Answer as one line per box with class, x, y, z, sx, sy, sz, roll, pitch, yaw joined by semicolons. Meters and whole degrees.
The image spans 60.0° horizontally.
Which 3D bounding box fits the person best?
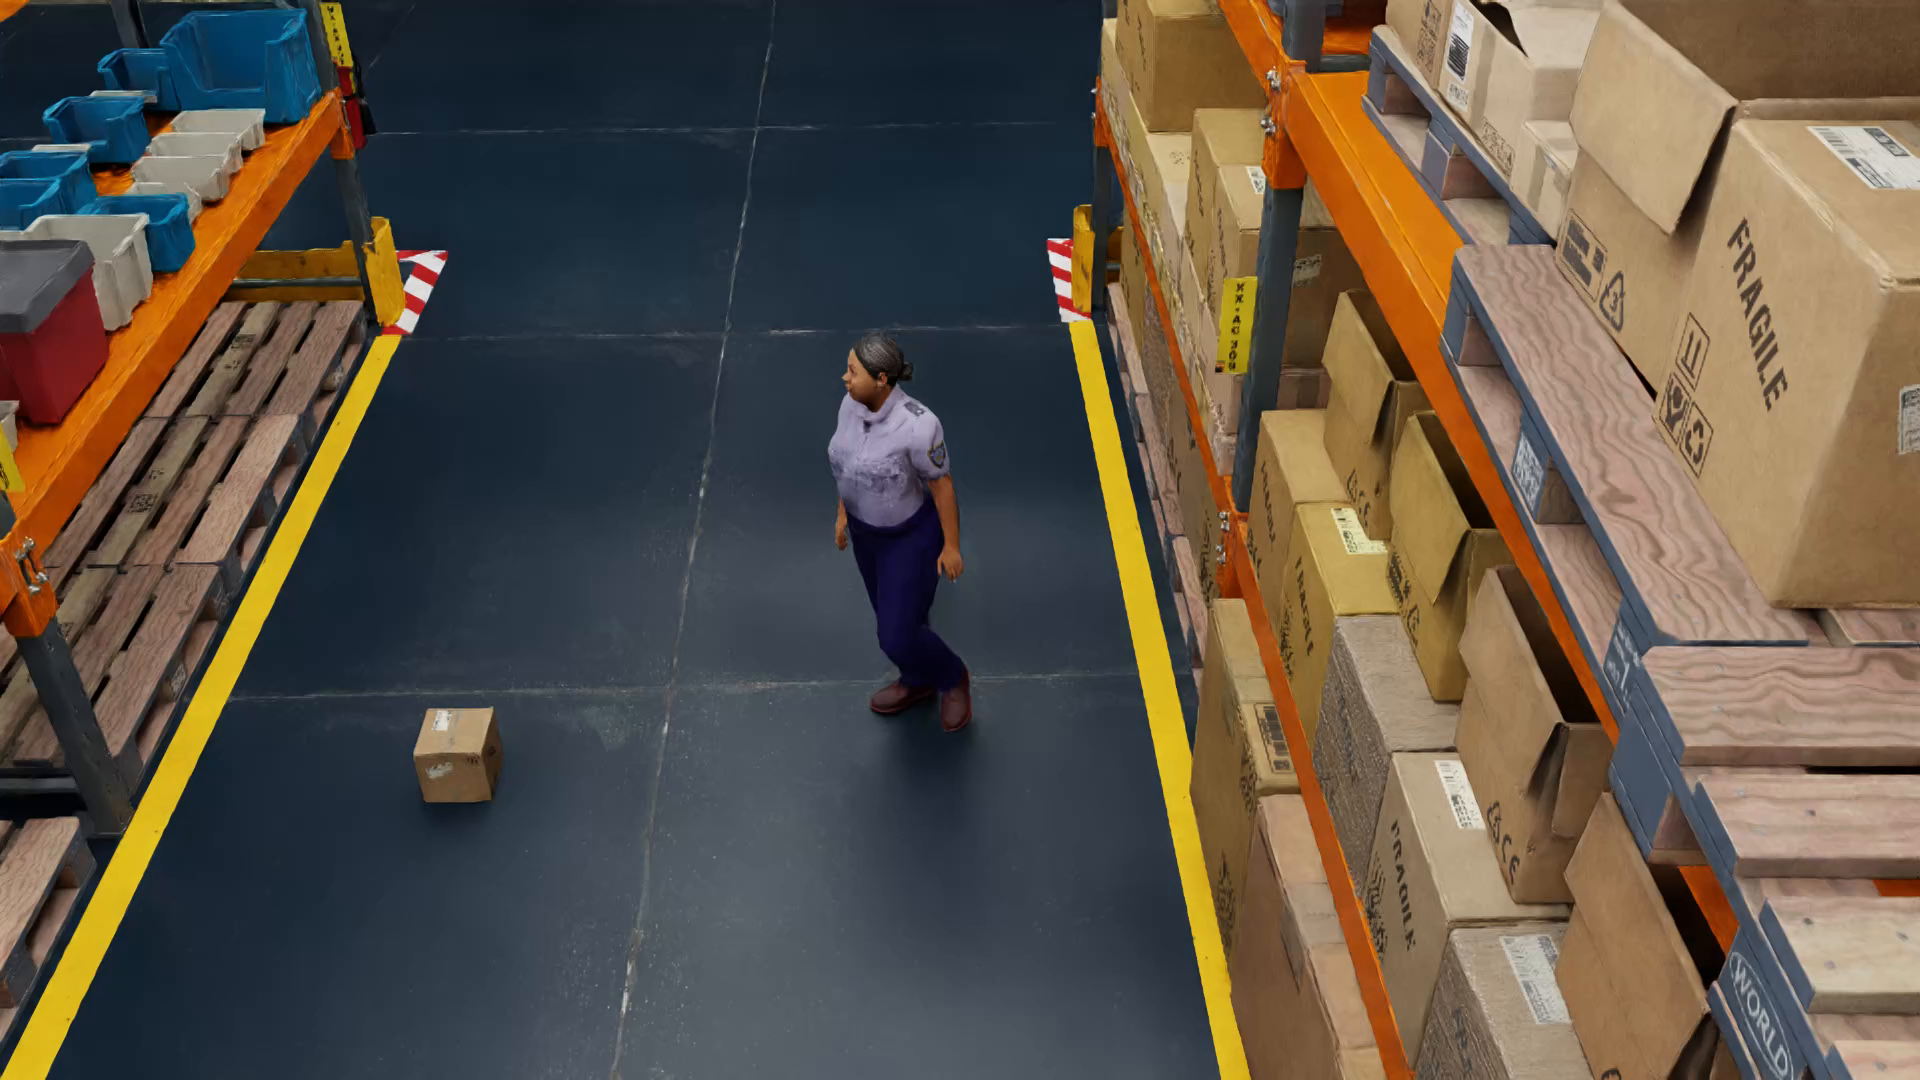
person;-0.219;-0.002;6.156;0.432;1.628;0.621;-27;43;-32
